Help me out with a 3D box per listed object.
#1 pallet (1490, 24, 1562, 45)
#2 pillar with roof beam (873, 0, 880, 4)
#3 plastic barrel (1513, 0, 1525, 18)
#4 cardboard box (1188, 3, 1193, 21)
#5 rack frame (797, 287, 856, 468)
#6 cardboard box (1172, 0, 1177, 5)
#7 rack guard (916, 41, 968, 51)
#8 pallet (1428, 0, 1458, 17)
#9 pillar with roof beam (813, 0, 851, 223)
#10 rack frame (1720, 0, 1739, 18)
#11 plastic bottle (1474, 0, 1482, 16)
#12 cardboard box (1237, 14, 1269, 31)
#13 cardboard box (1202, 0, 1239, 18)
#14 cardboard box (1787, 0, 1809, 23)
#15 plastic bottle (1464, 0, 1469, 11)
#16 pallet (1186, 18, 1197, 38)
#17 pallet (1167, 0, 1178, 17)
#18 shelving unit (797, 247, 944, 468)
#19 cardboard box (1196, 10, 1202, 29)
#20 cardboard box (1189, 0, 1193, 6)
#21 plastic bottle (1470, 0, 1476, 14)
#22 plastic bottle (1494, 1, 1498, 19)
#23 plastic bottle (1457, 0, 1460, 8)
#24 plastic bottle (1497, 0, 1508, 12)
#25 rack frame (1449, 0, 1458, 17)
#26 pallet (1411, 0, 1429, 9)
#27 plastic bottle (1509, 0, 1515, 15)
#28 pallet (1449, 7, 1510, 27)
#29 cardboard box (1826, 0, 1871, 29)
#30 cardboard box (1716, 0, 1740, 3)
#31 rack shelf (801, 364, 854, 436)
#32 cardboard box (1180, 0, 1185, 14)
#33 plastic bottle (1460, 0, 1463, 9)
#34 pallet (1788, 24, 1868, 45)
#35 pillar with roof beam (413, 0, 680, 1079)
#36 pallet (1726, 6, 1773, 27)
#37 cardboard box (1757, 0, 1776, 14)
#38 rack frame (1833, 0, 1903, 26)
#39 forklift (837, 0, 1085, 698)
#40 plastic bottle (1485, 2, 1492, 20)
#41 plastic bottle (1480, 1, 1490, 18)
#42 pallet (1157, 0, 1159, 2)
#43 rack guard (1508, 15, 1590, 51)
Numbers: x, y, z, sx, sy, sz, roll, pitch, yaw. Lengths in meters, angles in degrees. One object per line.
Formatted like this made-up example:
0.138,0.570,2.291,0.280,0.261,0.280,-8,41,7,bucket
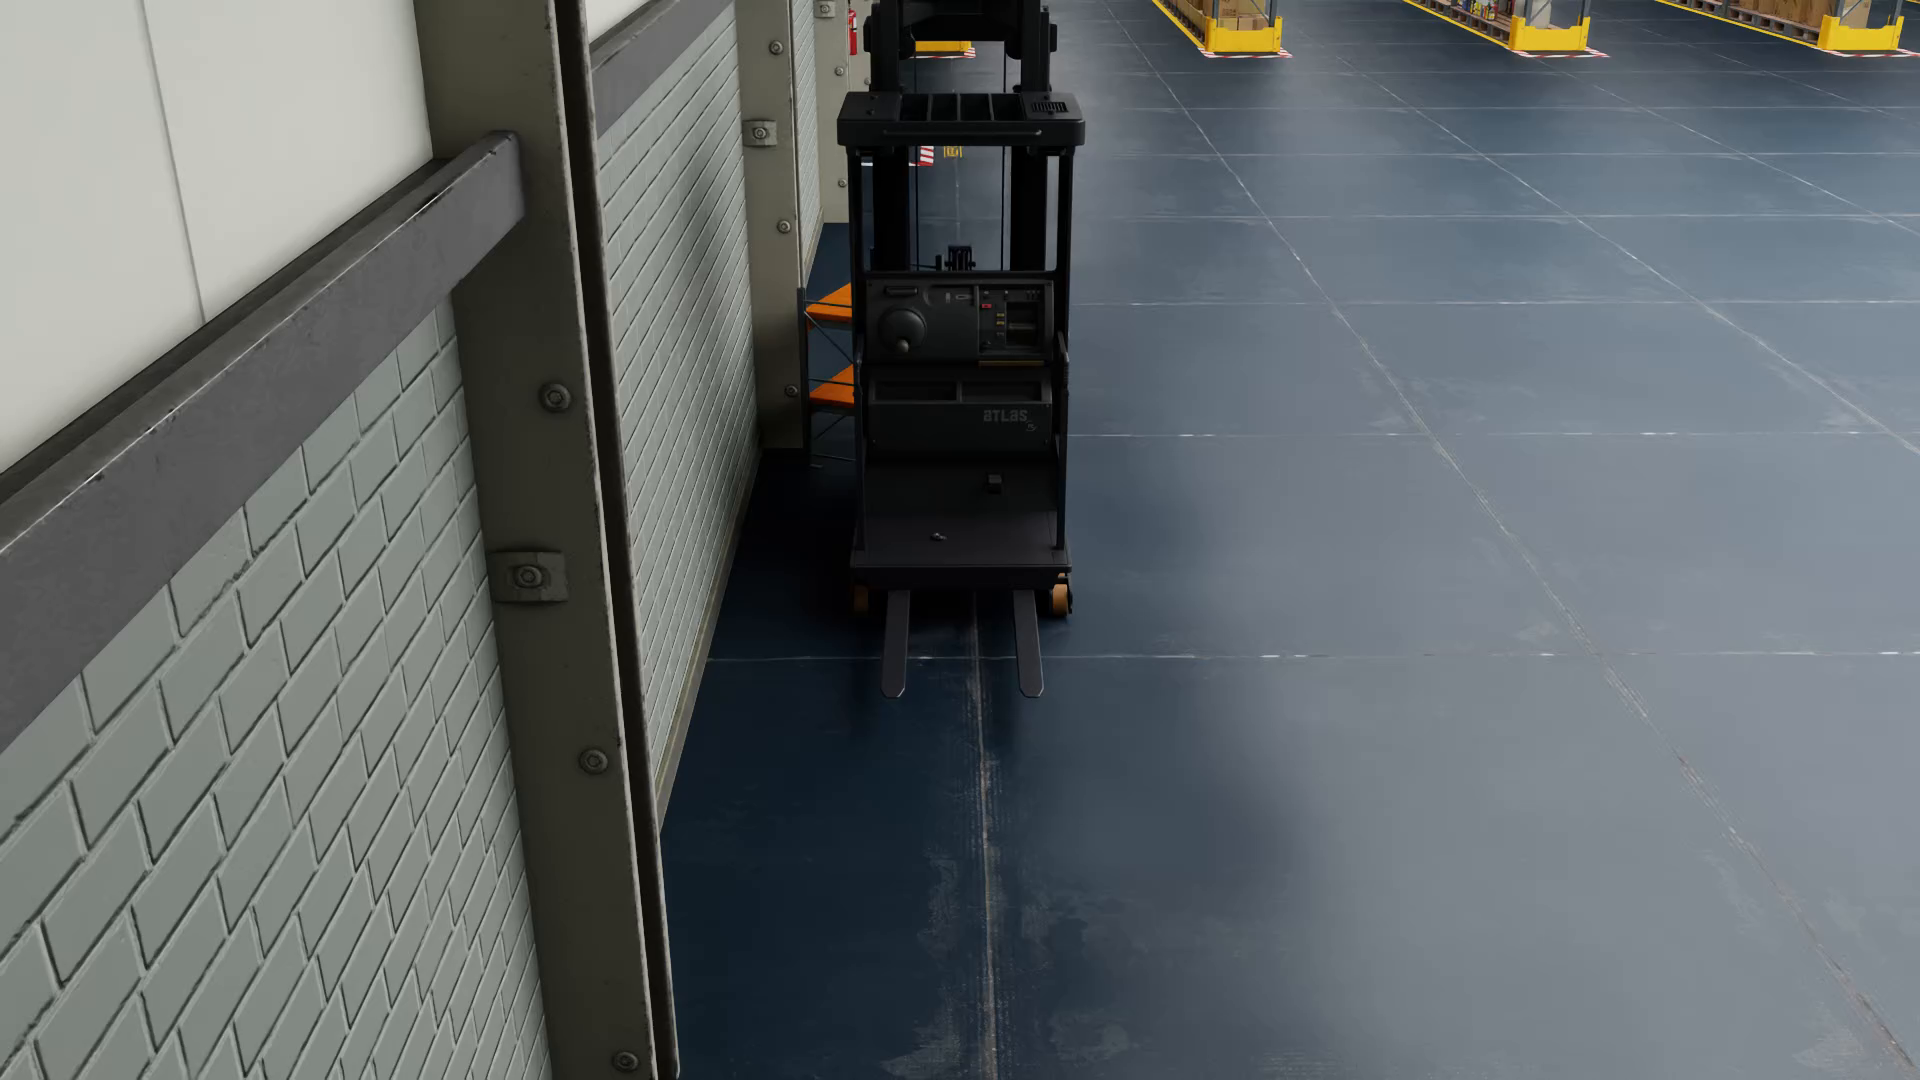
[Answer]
9.399,-8.305,27.356,1.003,0.211,1.213,0,24,-1,pallet
2.976,-12.202,25.309,9.100,9.000,0.400,0,24,-1,pillar with roof beam
9.361,-8.744,27.454,0.421,0.512,0.421,0,24,0,plastic barrel
4.168,-8.965,28.258,0.500,0.250,0.500,0,24,-1,cardboard box
-0.727,-0.937,9.958,0.500,1.125,0.032,10,26,20,rack frame
4.159,-9.945,30.425,0.500,0.250,0.500,0,24,-1,cardboard box
-0.457,-8.057,26.458,1.175,0.500,0.348,0,24,-1,rack guard
9.359,-9.910,30.906,1.003,0.211,1.213,0,24,-1,pallet
3.107,-7.257,14.376,9.100,9.000,0.400,0,24,-1,pillar with roof beam
14.359,-10.880,29.666,1.000,3.000,0.127,0,24,-1,rack frame
9.007,-9.264,28.773,0.144,0.351,0.185,0,24,-1,plastic bottle
4.714,-8.349,26.897,0.500,0.250,0.500,0,24,-1,cardboard box
4.194,-8.688,26.737,0.500,0.500,0.500,0,24,-1,cardboard box
14.384,-9.045,28.134,0.500,0.500,0.500,2,24,4,cardboard box
9.001,-9.516,29.332,0.144,0.351,0.185,0,24,1,plastic bottle
4.437,-8.734,28.306,1.003,0.211,1.213,0,24,-1,pallet
4.407,-9.870,30.816,1.003,0.211,1.213,0,24,-1,pallet
-0.533,-1.131,10.386,0.538,1.125,1.048,10,26,20,shelving unit
4.178,-8.553,27.347,0.500,0.250,0.500,0,24,-1,cardboard box
4.164,-9.306,28.104,0.500,0.500,0.500,0,24,-1,cardboard box
8.963,-9.340,29.023,0.061,0.283,0.133,1,24,2,plastic bottle
9.123,-9.031,28.341,0.061,0.283,0.133,0,24,-1,plastic bottle
8.972,-9.681,29.793,0.097,0.271,0.097,0,24,0,plastic bottle
9.556,-9.463,29.304,0.152,0.276,0.135,0,24,-1,plastic bottle
9.407,-10.857,29.616,1.000,3.000,0.127,0,24,-1,rack frame
9.343,-10.414,32.020,1.003,0.211,1.213,0,24,-1,pallet
9.599,-9.276,28.883,0.061,0.283,0.133,0,24,-1,plastic bottle
9.372,-9.310,29.579,1.003,0.211,1.213,0,24,-1,pallet
14.413,-8.541,27.019,0.500,0.500,0.500,4,25,9,cardboard box
14.374,-10.194,30.650,0.700,0.500,0.500,-2,24,-5,cardboard box
-0.533,-0.908,10.487,0.538,0.278,1.000,10,26,20,rack shelf
4.156,-9.377,29.169,0.500,0.250,0.500,0,24,-1,cardboard box
8.974,-9.566,29.622,0.097,0.201,0.097,0,24,0,plastic bottle
14.429,-8.327,27.406,1.003,0.211,1.213,0,24,-1,pallet
3.238,-2.312,3.443,9.100,9.000,0.400,0,24,-1,pillar with roof beam
14.402,-9.333,29.629,1.003,0.211,1.213,0,24,-1,pallet
14.338,-9.531,29.207,0.500,0.500,0.500,8,25,16,cardboard box
14.403,-9.231,26.021,1.000,3.000,0.127,0,24,-1,rack frame
0.003,-1.076,8.072,1.130,2.935,3.031,0,24,0,forklift
8.972,-8.975,28.216,0.061,0.283,0.133,0,24,1,plastic bottle
9.015,-9.085,28.468,0.152,0.276,0.135,-1,24,-2,plastic bottle
4.380,-10.875,33.039,1.003,0.211,1.213,0,24,-1,pallet
9.402,-8.101,26.556,1.175,0.500,0.348,0,24,-1,rack guard
